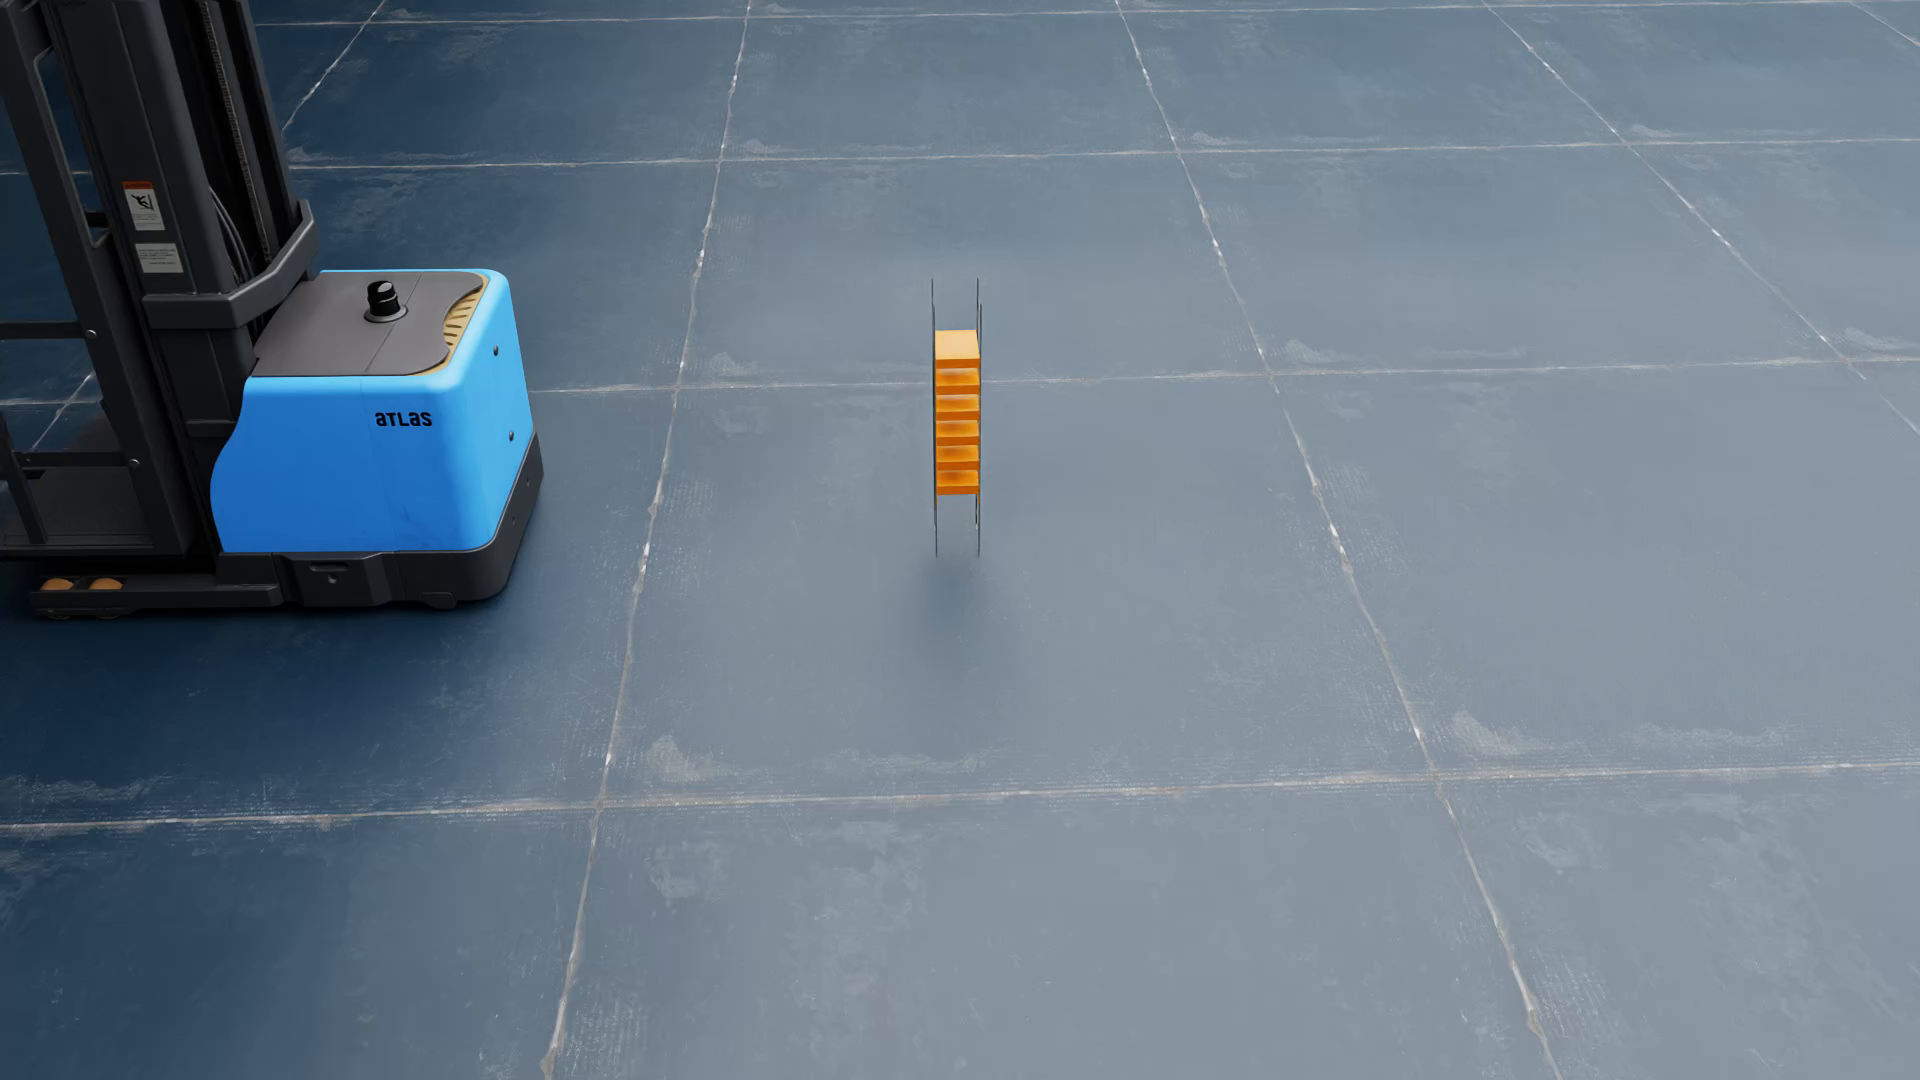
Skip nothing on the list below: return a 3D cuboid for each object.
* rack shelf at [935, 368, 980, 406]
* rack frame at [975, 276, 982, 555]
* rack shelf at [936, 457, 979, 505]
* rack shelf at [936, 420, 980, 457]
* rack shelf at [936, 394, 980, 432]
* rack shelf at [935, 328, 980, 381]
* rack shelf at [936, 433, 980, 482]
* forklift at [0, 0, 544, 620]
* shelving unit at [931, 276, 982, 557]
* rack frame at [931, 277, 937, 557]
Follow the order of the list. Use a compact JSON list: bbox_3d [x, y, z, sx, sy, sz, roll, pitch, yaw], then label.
[{"bbox_3d":[-0.014,-0.654,6.797,0.180,0.103,0.258,-2,35,-2],"label":"rack shelf"},{"bbox_3d":[0.077,-0.495,6.912,0.006,1.200,0.240,-2,35,-2],"label":"rack frame"},{"bbox_3d":[-0.014,-0.259,7.070,0.180,0.103,0.258,-2,35,-2],"label":"rack shelf"},{"bbox_3d":[-0.014,-0.456,6.933,0.180,0.103,0.258,-2,35,-2],"label":"rack shelf"},{"bbox_3d":[-0.014,-0.555,6.865,0.180,0.103,0.258,-2,35,-2],"label":"rack shelf"},{"bbox_3d":[-0.014,-0.752,6.728,0.180,0.103,0.258,-2,35,-2],"label":"rack shelf"},{"bbox_3d":[-0.014,-0.358,7.002,0.180,0.103,0.258,-2,35,-2],"label":"rack shelf"},{"bbox_3d":[-3.397,-1.186,6.388,3.031,2.935,1.130,-1,35,-1],"label":"forklift"},{"bbox_3d":[-0.014,-0.493,6.908,0.189,1.200,0.258,-2,35,-2],"label":"shelving unit"},{"bbox_3d":[-0.106,-0.491,6.904,0.006,1.200,0.240,-2,35,-2],"label":"rack frame"}]
